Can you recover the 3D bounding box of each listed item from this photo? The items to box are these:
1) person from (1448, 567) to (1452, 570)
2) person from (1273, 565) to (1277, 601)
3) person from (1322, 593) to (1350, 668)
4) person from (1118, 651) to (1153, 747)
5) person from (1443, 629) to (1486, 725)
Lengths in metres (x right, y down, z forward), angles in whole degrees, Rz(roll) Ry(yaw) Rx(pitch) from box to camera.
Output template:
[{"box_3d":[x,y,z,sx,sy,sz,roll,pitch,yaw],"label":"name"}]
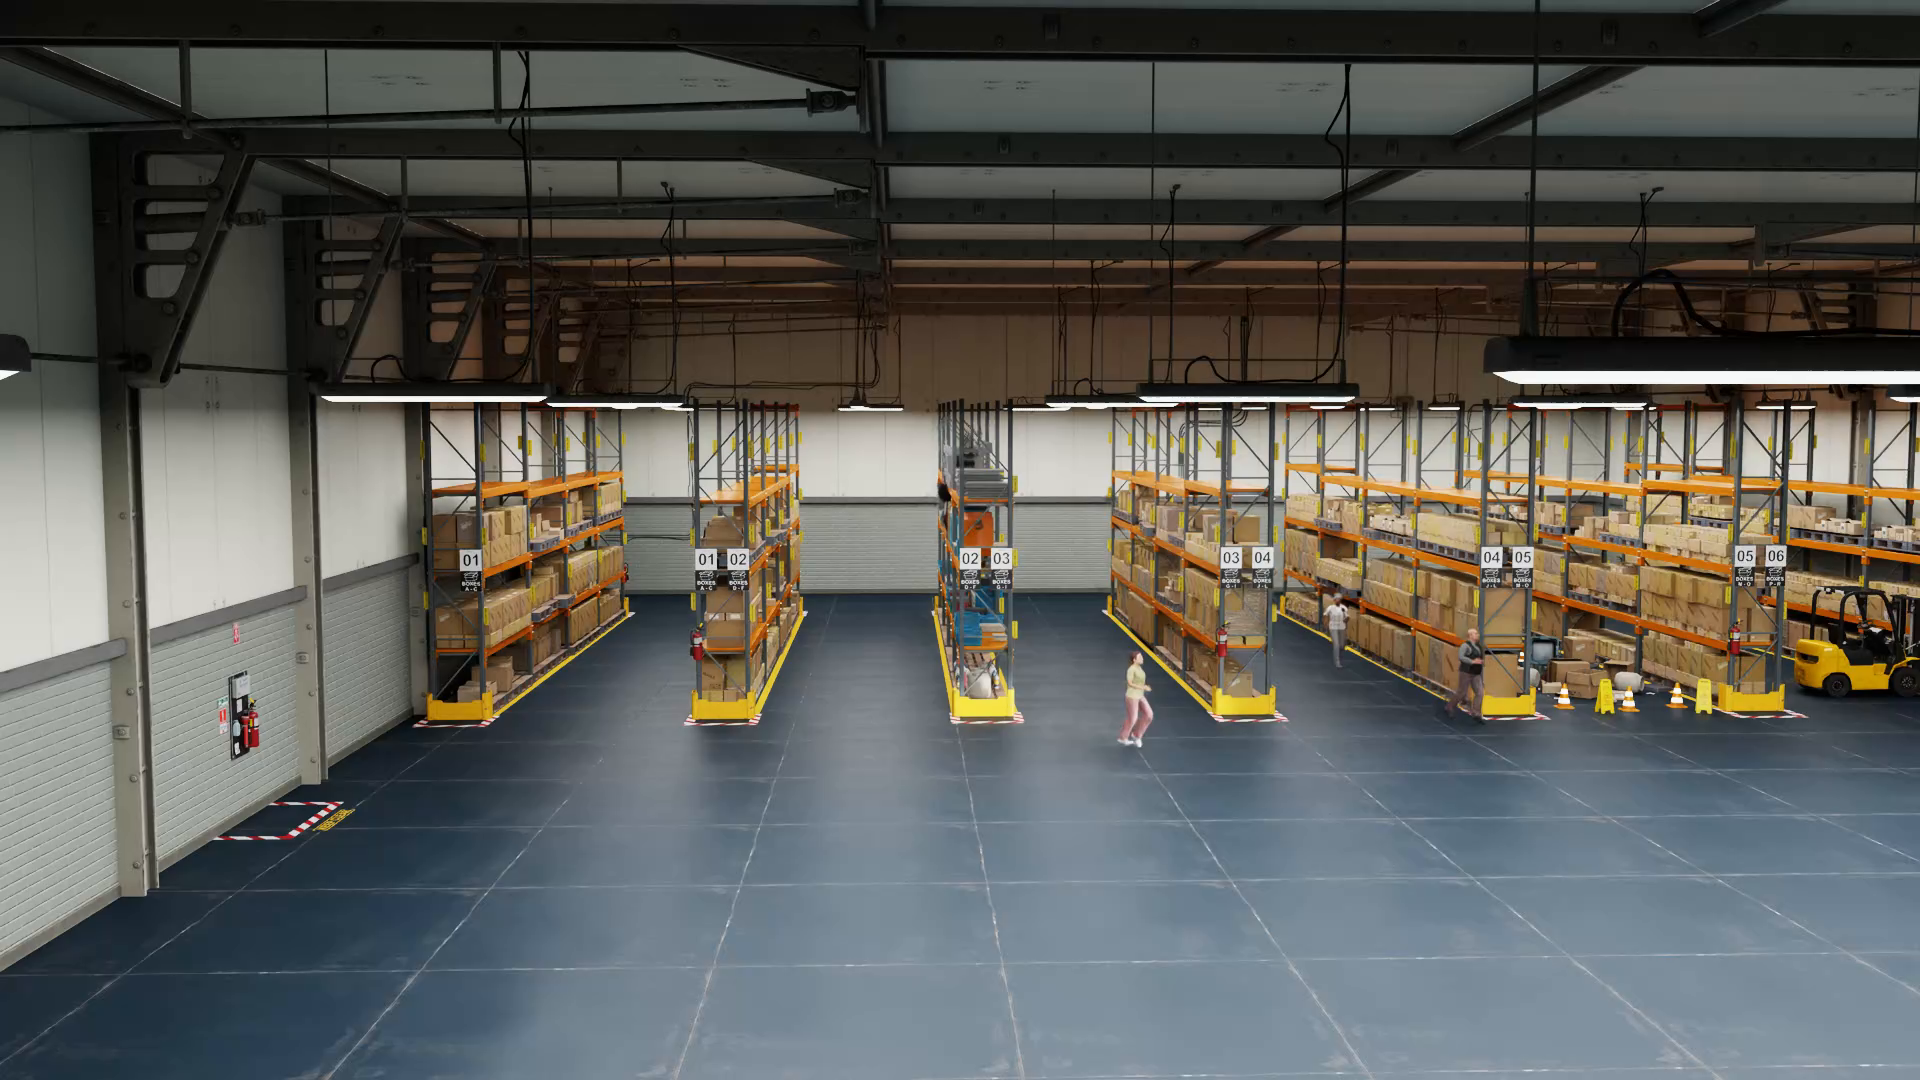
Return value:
[{"box_3d":[14.661,1.184,49.319,0.933,1.501,0.583,1,4,15],"label":"person"},{"box_3d":[8.970,1.200,48.748,0.861,1.638,0.669,-2,5,-19],"label":"person"},{"box_3d":[8.527,2.023,37.609,0.587,1.671,0.852,0,4,-3],"label":"person"},{"box_3d":[3.032,2.734,28.573,0.661,1.688,0.594,3,5,33],"label":"person"},{"box_3d":[9.458,2.508,30.824,0.683,1.729,0.886,-3,5,-35],"label":"person"}]
